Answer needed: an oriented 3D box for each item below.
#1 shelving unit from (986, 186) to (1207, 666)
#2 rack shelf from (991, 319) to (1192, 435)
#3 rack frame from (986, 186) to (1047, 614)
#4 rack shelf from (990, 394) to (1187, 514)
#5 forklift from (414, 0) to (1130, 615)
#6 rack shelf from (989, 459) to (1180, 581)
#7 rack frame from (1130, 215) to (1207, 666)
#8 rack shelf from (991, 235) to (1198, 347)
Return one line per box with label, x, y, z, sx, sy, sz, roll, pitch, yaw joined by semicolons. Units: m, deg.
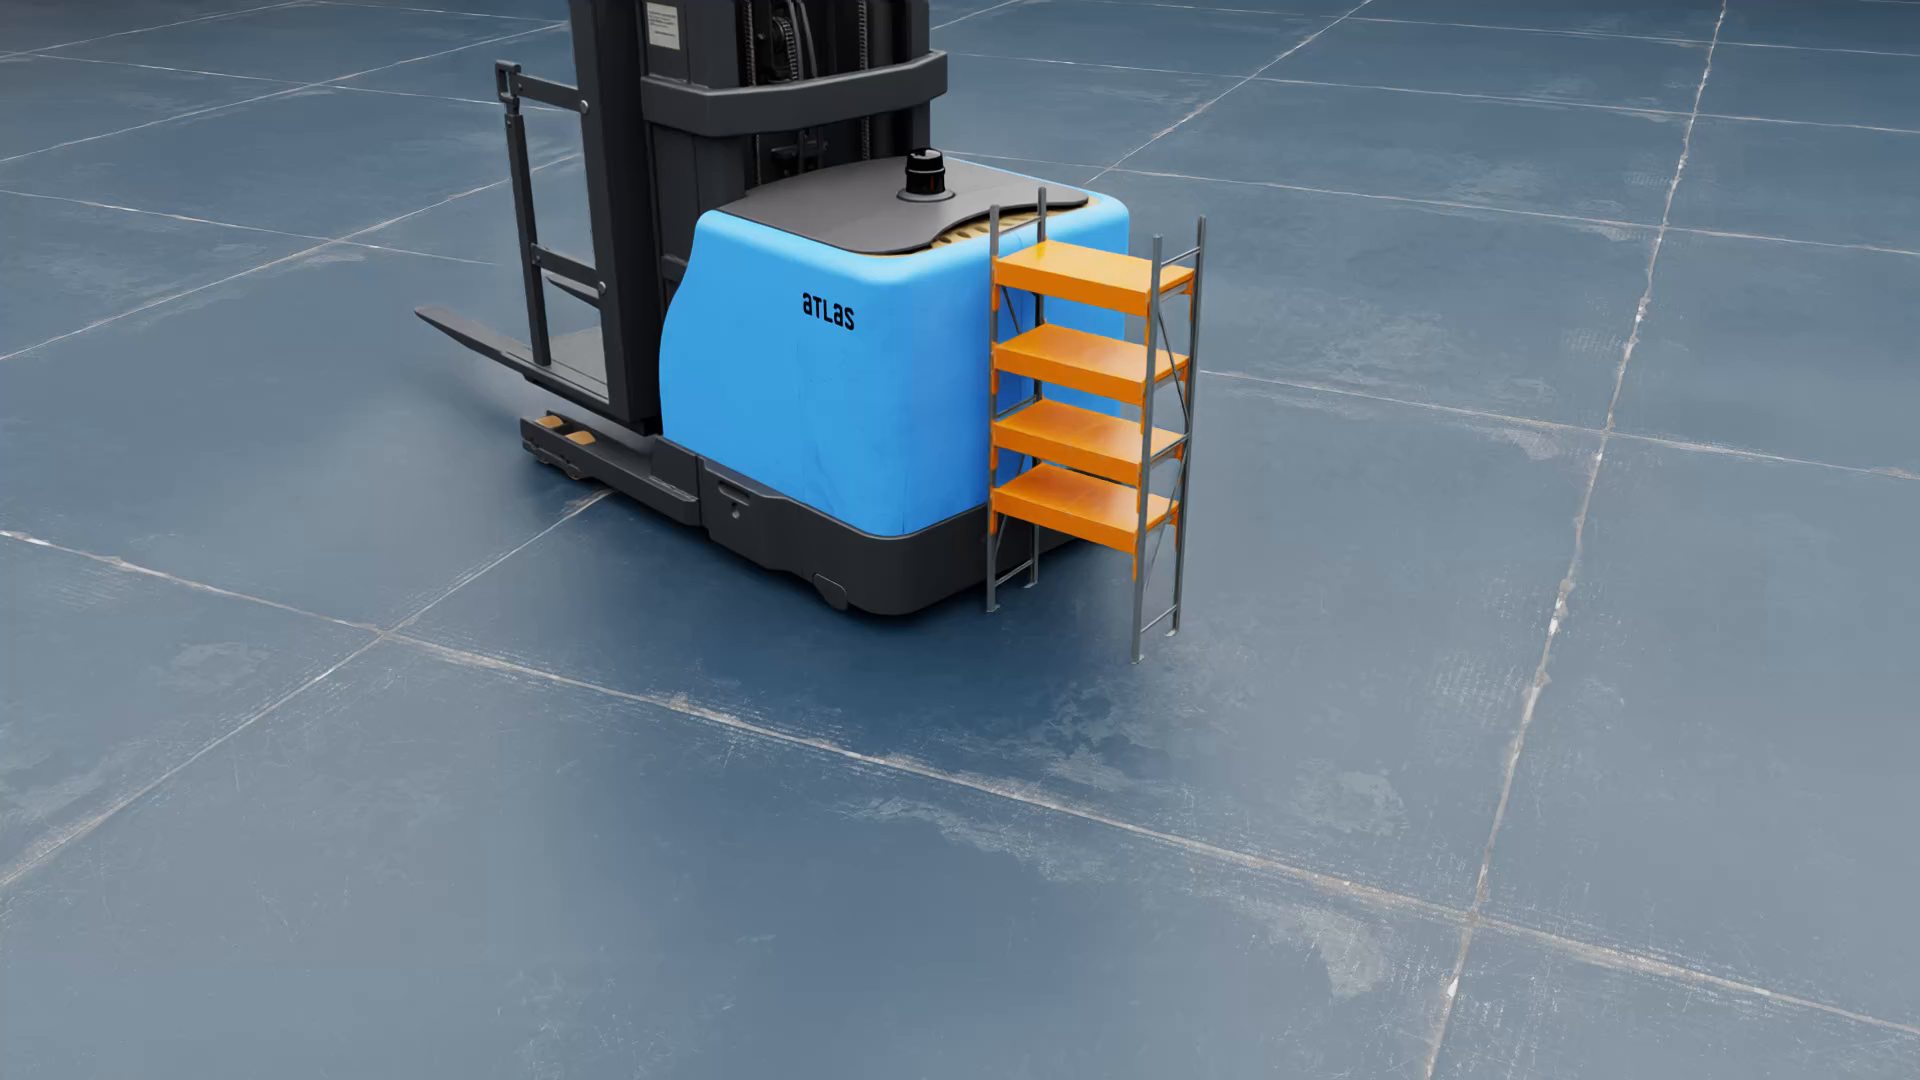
shelving unit;0.350;-0.302;4.506;0.503;1.200;0.258;18;32;33
rack shelf;0.350;-0.443;4.437;0.480;0.148;0.258;18;32;33
rack frame;0.155;-0.367;4.637;0.015;1.200;0.240;18;32;33
rack shelf;0.350;-0.242;4.535;0.480;0.148;0.258;18;32;33
forklift;-0.878;-1.659;5.302;1.130;2.935;3.031;-23;35;-39
rack shelf;0.350;-0.064;4.623;0.480;0.148;0.258;18;32;33
rack frame;0.545;-0.238;4.374;0.015;1.200;0.240;18;32;33
rack shelf;0.350;-0.655;4.332;0.480;0.148;0.258;18;32;33
